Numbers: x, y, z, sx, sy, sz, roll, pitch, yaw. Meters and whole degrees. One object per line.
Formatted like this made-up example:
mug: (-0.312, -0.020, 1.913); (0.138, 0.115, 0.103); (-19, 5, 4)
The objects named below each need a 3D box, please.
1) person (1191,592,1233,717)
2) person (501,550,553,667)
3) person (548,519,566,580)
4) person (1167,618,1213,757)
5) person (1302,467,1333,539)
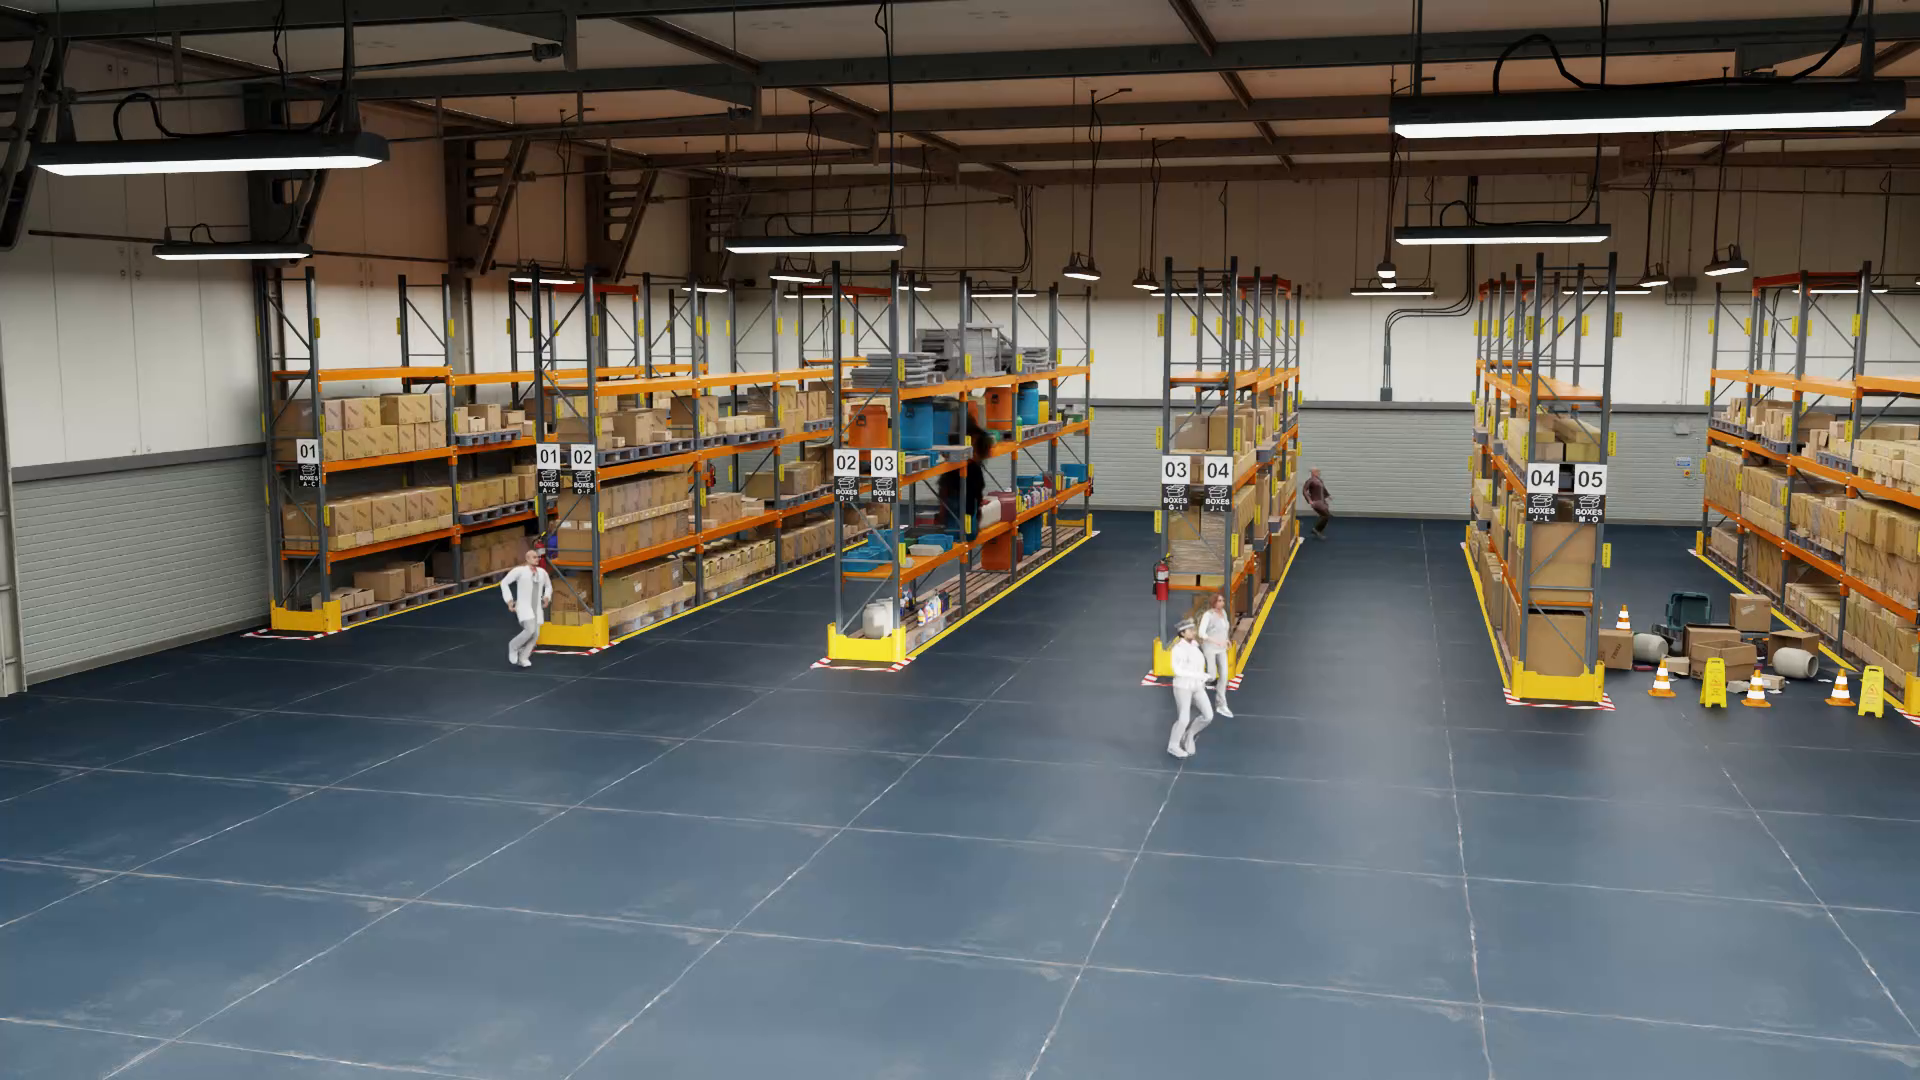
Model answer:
person: (3.303, 1.468, 21.765); (0.566, 1.606, 0.745); (-6, 9, -38)
person: (-6.375, 1.016, 24.765); (0.563, 1.716, 0.747); (6, 9, 40)
person: (-7.138, 0.475, 29.364); (0.571, 1.693, 0.730); (1, 7, 11)
person: (2.693, 1.719, 19.345); (0.590, 1.660, 0.619); (-6, 10, -40)
person: (8.586, -0.877, 39.717); (0.600, 1.735, 0.767); (6, 9, 37)
